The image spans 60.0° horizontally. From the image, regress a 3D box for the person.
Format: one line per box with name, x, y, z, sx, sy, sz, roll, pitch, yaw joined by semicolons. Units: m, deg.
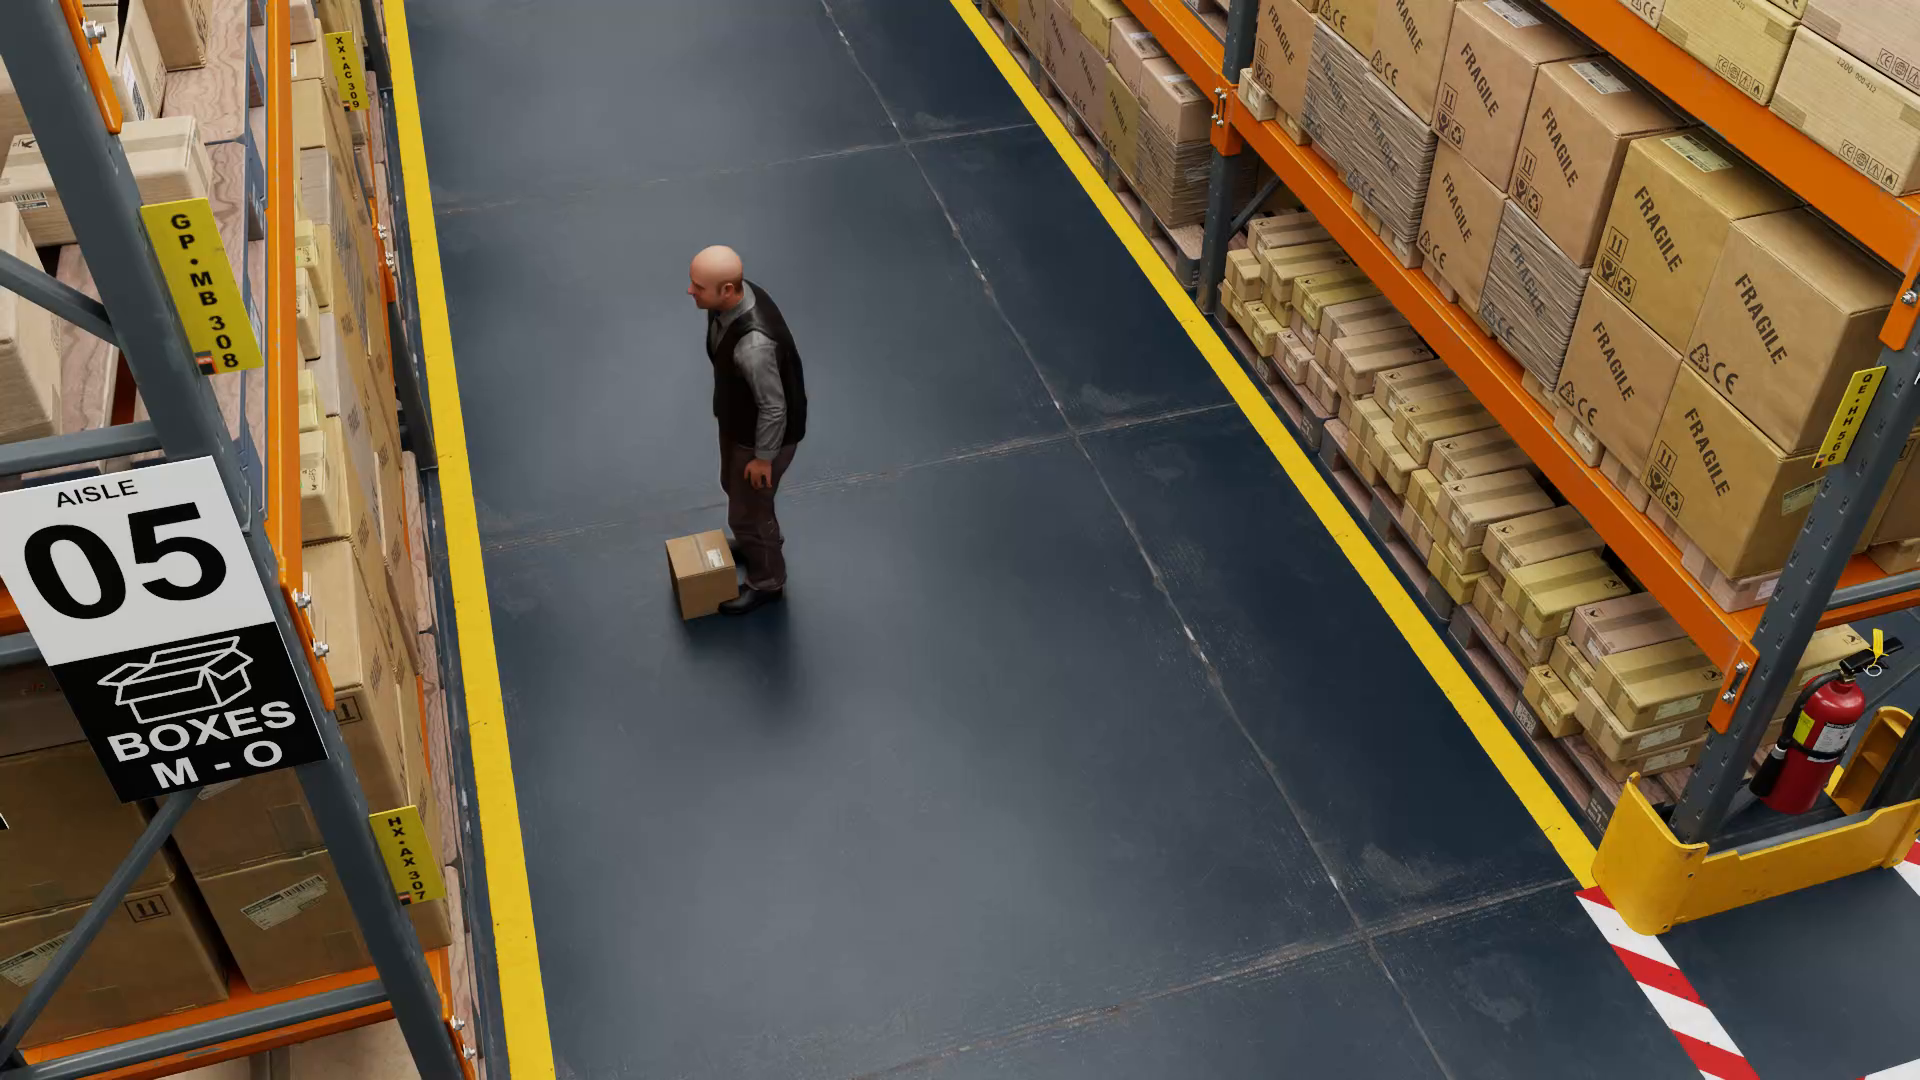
person;-0.855;-0.450;6.679;0.474;1.720;0.593;-14;44;-15
